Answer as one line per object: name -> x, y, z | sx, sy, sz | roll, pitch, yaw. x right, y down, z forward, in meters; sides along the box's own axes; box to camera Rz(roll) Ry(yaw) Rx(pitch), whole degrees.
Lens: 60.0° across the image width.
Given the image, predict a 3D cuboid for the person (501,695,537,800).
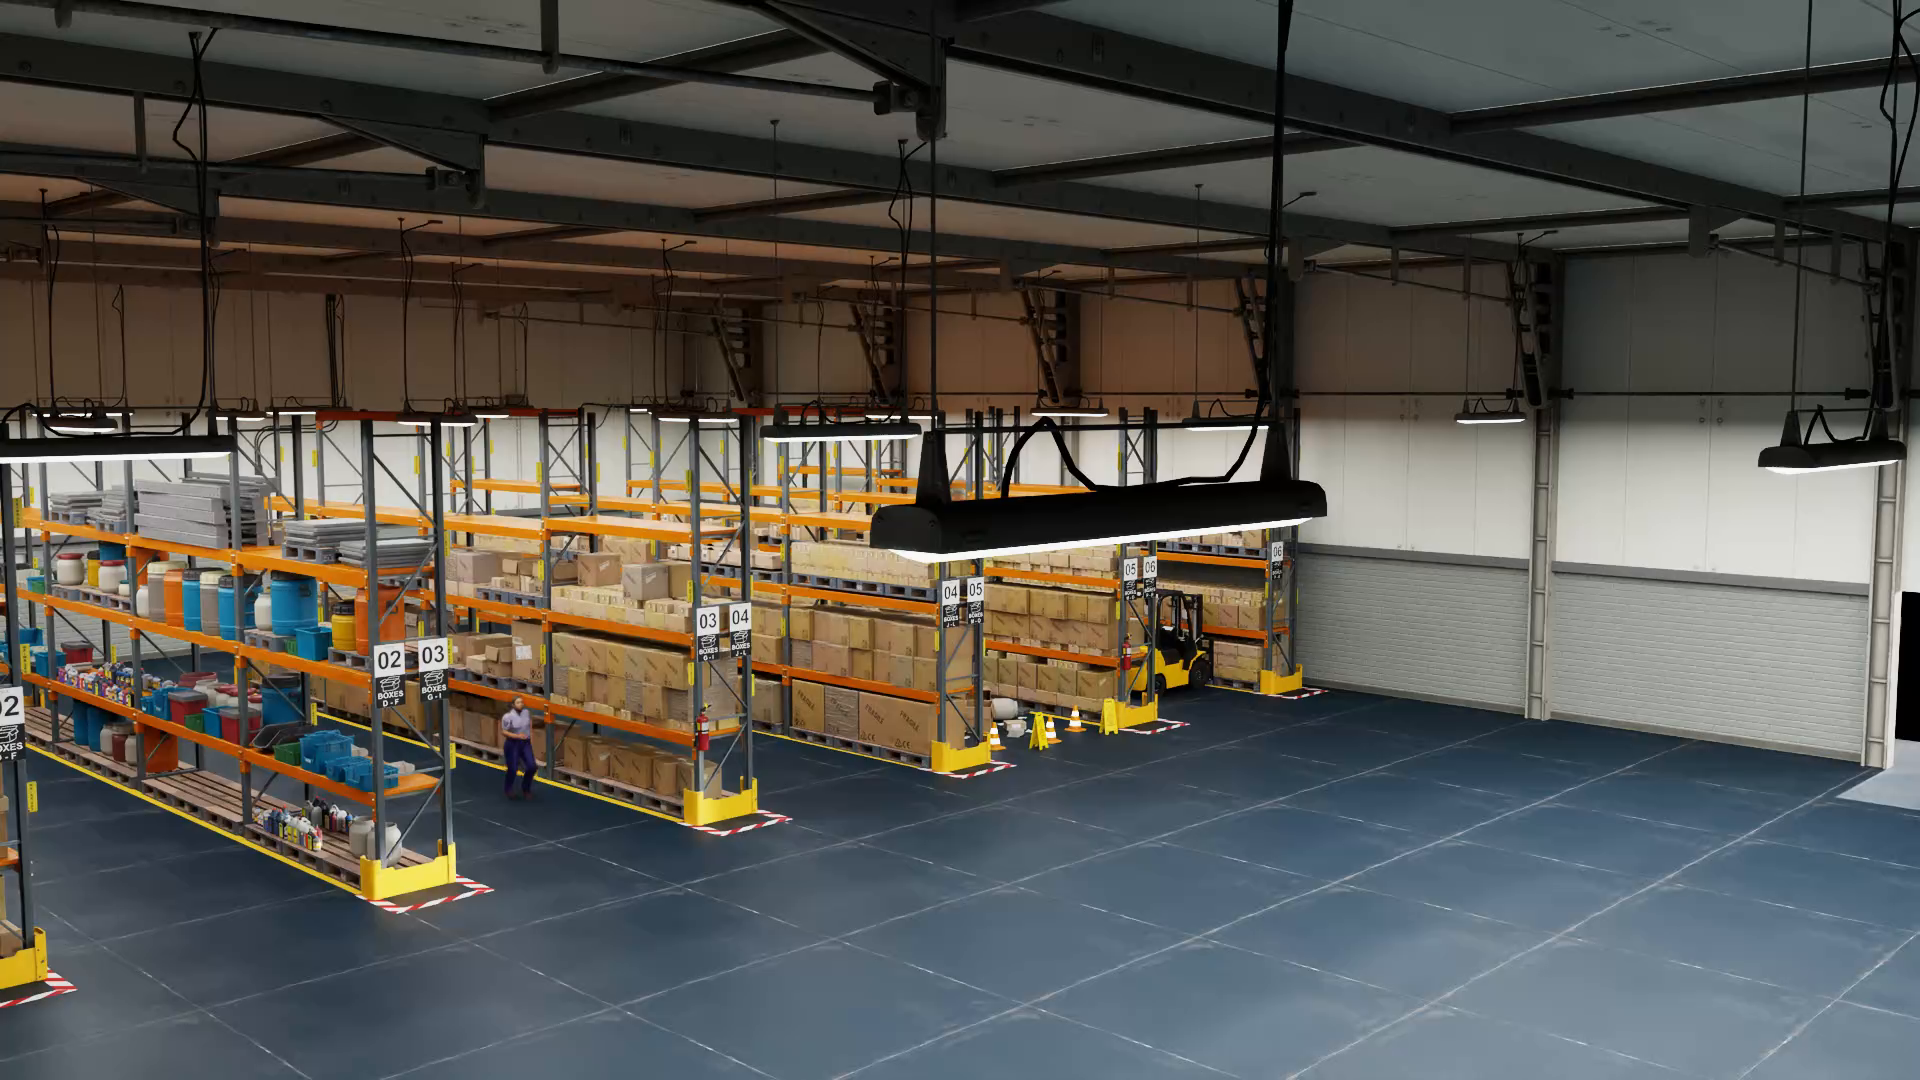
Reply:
person -> -6.838, 3.247, 25.835 | 0.619, 1.692, 0.691 | -5, 7, -44
